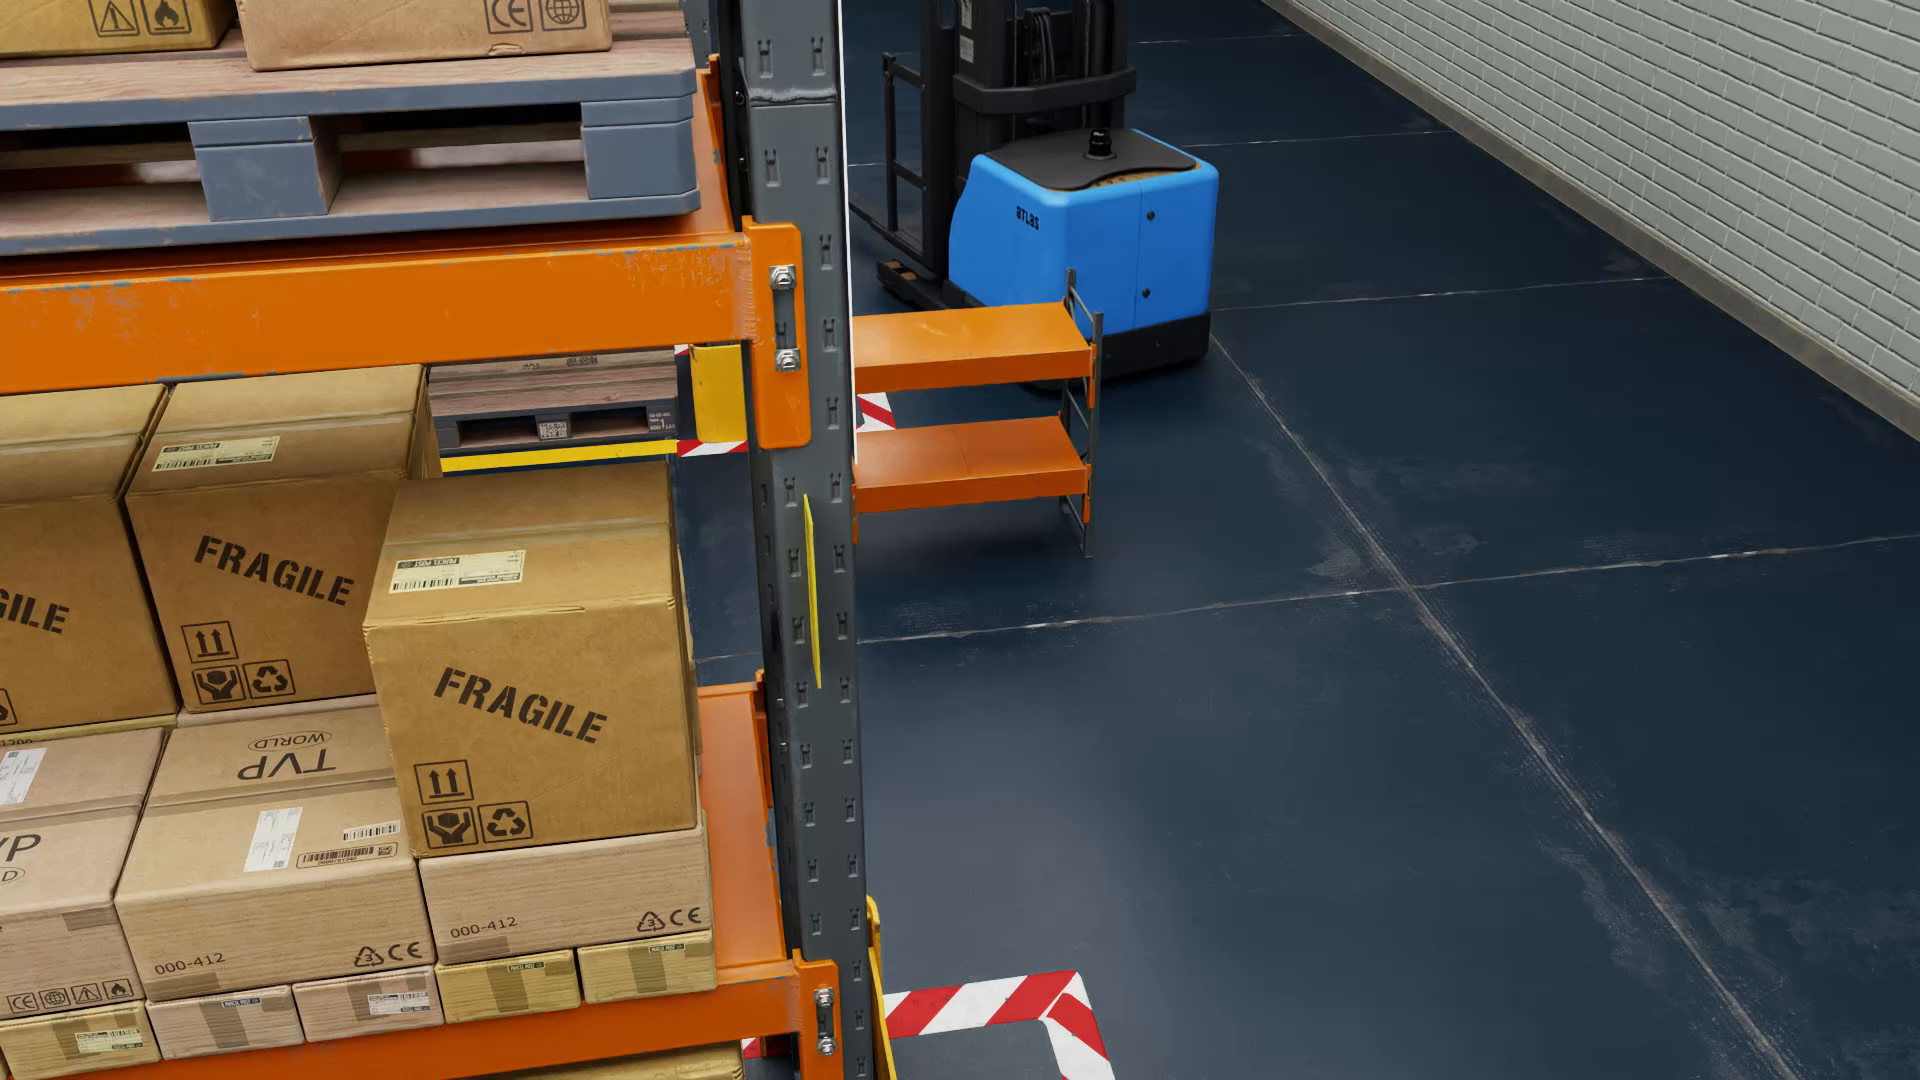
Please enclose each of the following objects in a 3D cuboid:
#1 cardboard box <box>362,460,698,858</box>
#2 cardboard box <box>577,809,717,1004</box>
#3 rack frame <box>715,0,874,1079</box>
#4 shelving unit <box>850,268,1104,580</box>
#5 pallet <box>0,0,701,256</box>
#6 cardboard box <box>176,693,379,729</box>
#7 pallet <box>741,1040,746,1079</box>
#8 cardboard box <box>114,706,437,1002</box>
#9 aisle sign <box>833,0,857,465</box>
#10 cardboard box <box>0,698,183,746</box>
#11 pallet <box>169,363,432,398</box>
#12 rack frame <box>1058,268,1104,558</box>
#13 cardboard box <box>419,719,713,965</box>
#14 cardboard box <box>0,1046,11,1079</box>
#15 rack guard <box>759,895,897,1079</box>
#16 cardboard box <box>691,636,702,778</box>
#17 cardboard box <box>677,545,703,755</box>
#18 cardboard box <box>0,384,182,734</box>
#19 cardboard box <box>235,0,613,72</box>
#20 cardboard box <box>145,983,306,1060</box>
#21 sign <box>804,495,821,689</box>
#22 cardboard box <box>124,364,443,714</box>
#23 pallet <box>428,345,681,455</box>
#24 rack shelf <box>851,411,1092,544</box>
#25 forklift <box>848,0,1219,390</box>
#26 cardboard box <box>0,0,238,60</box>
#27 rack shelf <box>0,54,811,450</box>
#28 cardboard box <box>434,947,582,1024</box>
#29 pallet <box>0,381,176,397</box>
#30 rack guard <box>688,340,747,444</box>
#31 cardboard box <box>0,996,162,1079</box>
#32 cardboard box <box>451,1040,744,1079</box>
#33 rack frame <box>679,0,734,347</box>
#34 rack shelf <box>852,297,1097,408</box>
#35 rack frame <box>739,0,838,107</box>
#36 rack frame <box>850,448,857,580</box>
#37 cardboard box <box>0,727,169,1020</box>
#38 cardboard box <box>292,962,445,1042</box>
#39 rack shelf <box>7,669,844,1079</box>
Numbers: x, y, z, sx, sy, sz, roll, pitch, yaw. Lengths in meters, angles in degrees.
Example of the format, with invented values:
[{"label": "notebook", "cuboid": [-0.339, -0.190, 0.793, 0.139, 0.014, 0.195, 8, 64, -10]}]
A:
[{"label": "cardboard box", "cuboid": [-0.762, 0.206, 3.056, 0.500, 0.500, 0.500, -5, 31, -8]}, {"label": "cardboard box", "cuboid": [-0.621, 0.722, 3.311, 0.250, 0.149, 0.380, -5, 31, -8]}, {"label": "rack frame", "cuboid": [-0.330, 0.417, 3.582, 0.127, 3.000, 1.000, -5, 31, -9]}, {"label": "shelving unit", "cuboid": [0.007, -0.486, 6.966, 1.048, 1.125, 0.538, -5, 31, -9]}, {"label": "pallet", "cuboid": [-1.058, -0.765, 2.720, 1.213, 0.211, 1.003, -5, 31, -9]}, {"label": "cardboard box", "cuboid": [-1.361, 0.313, 3.612, 0.500, 0.250, 0.500, -6, 31, -10]}, {"label": "pallet", "cuboid": [-1.102, 1.731, 4.098, 1.213, 0.211, 1.003, -5, 31, -9]}, {"label": "cardboard box", "cuboid": [-1.258, 0.576, 3.166, 0.500, 0.250, 0.500, -6, 31, -10]}, {"label": "aisle sign", "cuboid": [-0.205, -0.561, 2.680, 0.004, 0.787, 0.394, -5, 31, -9]}, {"label": "cardboard box", "cuboid": [-1.855, 0.357, 3.537, 0.500, 0.250, 0.500, -6, 31, -11]}, {"label": "pallet", "cuboid": [-3.238, -0.685, 8.207, 1.213, 0.211, 1.003, -5, 31, -9]}, {"label": "rack frame", "cuboid": [0.507, -0.532, 7.045, 0.032, 1.125, 0.500, -5, 31, -9]}, {"label": "cardboard box", "cuboid": [-0.759, 0.530, 3.244, 0.500, 0.250, 0.500, -6, 31, -10]}, {"label": "cardboard box", "cuboid": [-1.880, 0.840, 3.110, 0.250, 0.149, 0.380, -5, 31, -9]}, {"label": "rack guard", "cuboid": [-0.306, 1.492, 4.219, 0.348, 0.500, 1.175, -5, 31, -9]}, {"label": "cardboard box", "cuboid": [-0.738, 0.393, 3.870, 0.250, 0.149, 0.380, -5, 31, -8]}, {"label": "cardboard box", "cuboid": [-0.850, 0.262, 3.699, 0.500, 0.250, 0.500, -6, 31, -10]}, {"label": "cardboard box", "cuboid": [-1.851, 0.035, 3.345, 0.500, 0.500, 0.500, -6, 31, -10]}, {"label": "cardboard box", "cuboid": [-0.832, -1.069, 2.538, 0.500, 0.500, 0.700, -7, 31, -12]}, {"label": "cardboard box", "cuboid": [-1.370, 0.791, 3.193, 0.250, 0.149, 0.380, -5, 31, -8]}, {"label": "sign", "cuboid": [-0.246, 0.087, 2.766, 0.005, 0.325, 0.100, -5, 31, -9]}, {"label": "cardboard box", "cuboid": [-1.342, -0.015, 3.431, 0.500, 0.500, 0.500, -6, 31, -10]}, {"label": "pallet", "cuboid": [-2.040, -0.795, 8.393, 1.213, 0.211, 1.003, -5, 31, -9]}, {"label": "rack shelf", "cuboid": [0.007, -0.275, 7.090, 1.000, 0.278, 0.538, -5, 31, -9]}, {"label": "forklift", "cuboid": [0.174, -2.738, 9.015, 1.130, 2.935, 3.031, -15, 34, -24]}, {"label": "cardboard box", "cuboid": [-1.407, -1.078, 2.553, 0.500, 0.500, 0.700, -6, 31, -11]}, {"label": "rack shelf", "cuboid": [-2.297, -0.383, 2.693, 4.000, 0.370, 1.077, -5, 31, -9]}, {"label": "cardboard box", "cuboid": [-0.876, 0.746, 3.269, 0.250, 0.149, 0.380, -5, 31, -8]}, {"label": "pallet", "cuboid": [-4.440, -0.572, 8.014, 1.213, 0.211, 1.003, -5, 31, -9]}, {"label": "rack guard", "cuboid": [-1.201, -0.984, 8.430, 0.348, 0.500, 1.175, -5, 31, -9]}, {"label": "cardboard box", "cuboid": [-1.625, 0.816, 3.151, 0.250, 0.149, 0.380, -6, 31, -10]}, {"label": "cardboard box", "cuboid": [-0.945, 1.250, 3.847, 0.875, 0.875, 0.875, -5, 31, -9]}, {"label": "rack frame", "cuboid": [-1.222, -2.053, 7.781, 0.127, 3.000, 1.000, -5, 31, -9]}, {"label": "rack shelf", "cuboid": [0.007, -0.738, 6.818, 1.000, 0.278, 0.538, -5, 31, -9]}, {"label": "rack frame", "cuboid": [-0.330, -2.169, 2.061, 0.127, 3.000, 1.000, -5, 31, -9]}, {"label": "rack frame", "cuboid": [-0.493, -0.439, 6.887, 0.032, 1.125, 0.500, -5, 31, -9]}, {"label": "cardboard box", "cuboid": [-1.758, 0.622, 3.087, 0.500, 0.250, 0.500, -6, 31, -11]}, {"label": "cardboard box", "cuboid": [-1.124, 0.769, 3.231, 0.250, 0.149, 0.380, -5, 31, -9]}, {"label": "rack shelf", "cuboid": [-2.297, 0.910, 3.454, 4.000, 0.370, 1.077, -5, 31, -9]}]
